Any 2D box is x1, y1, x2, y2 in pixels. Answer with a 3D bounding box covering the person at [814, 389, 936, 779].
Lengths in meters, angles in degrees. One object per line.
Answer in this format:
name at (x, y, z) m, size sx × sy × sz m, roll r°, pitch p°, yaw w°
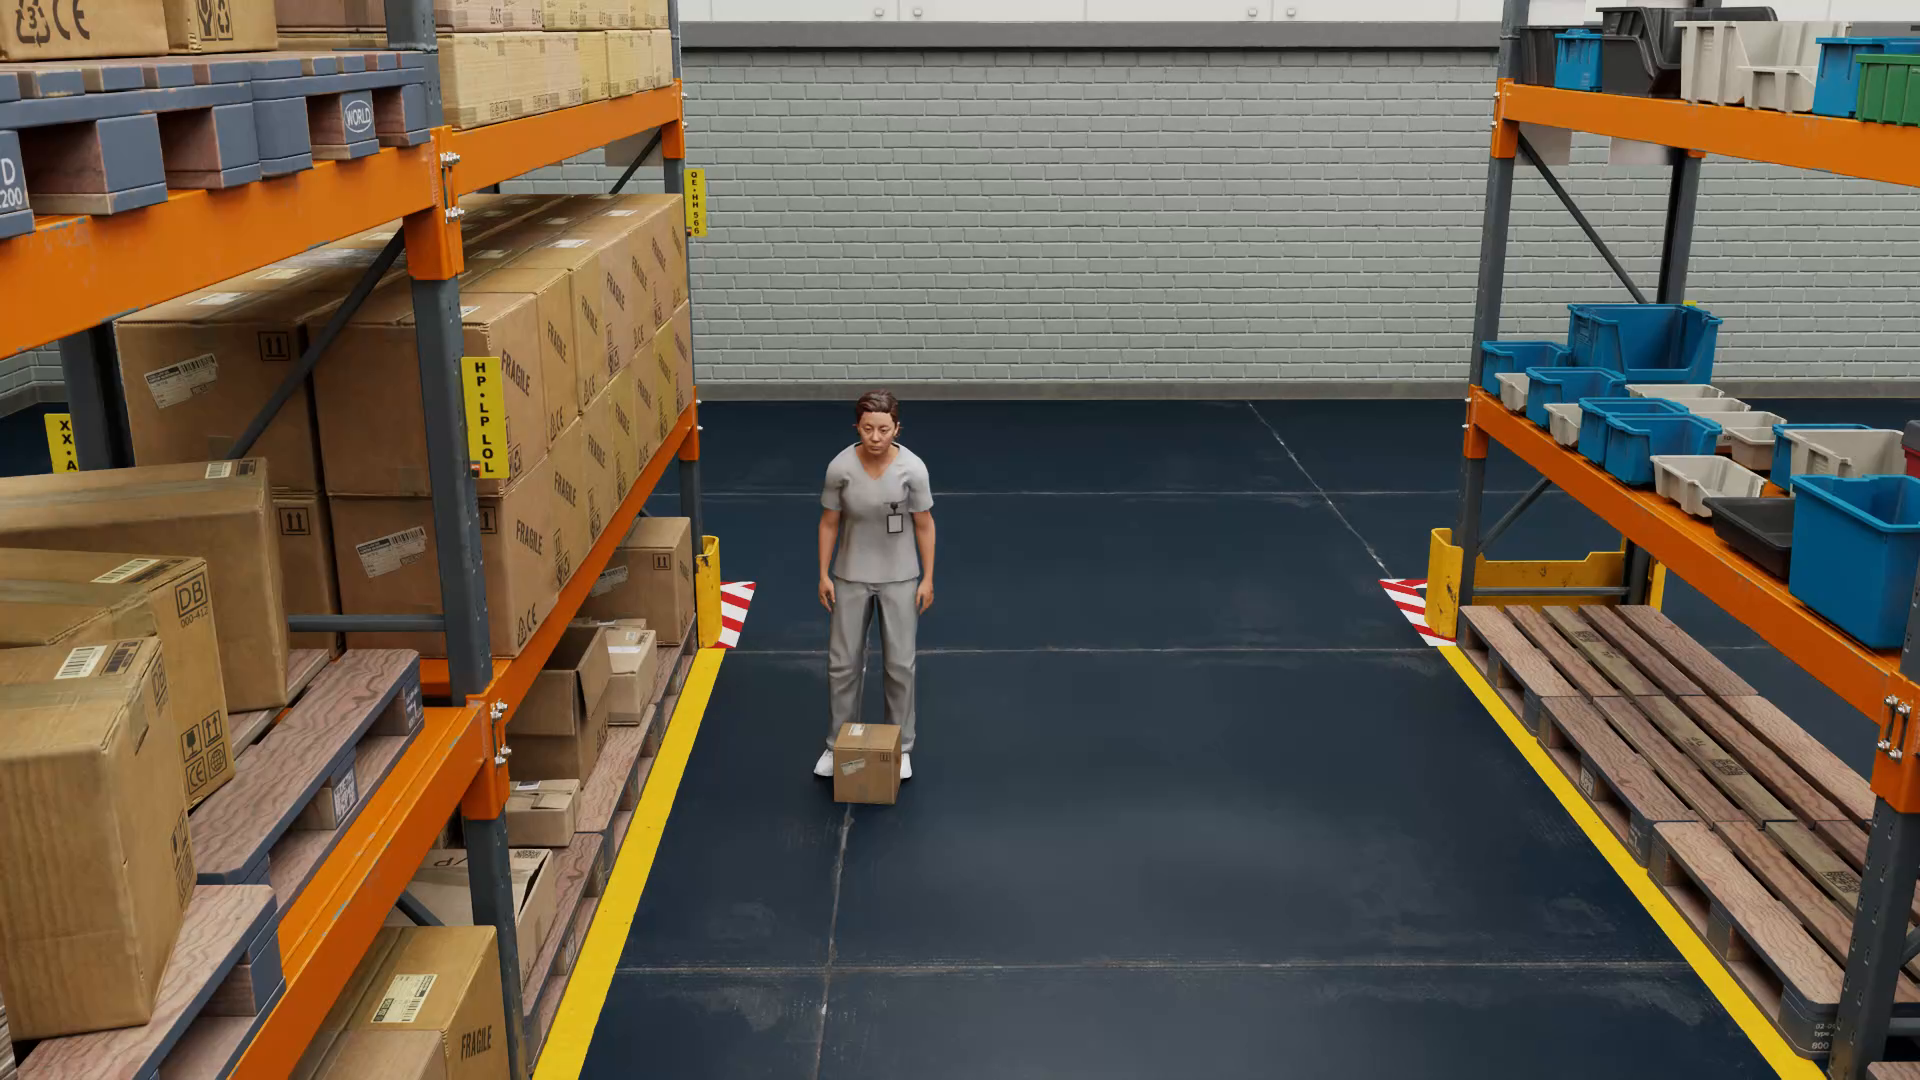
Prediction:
person at (-0.360, 0.292, 7.002) m, size 0.514 × 1.437 × 0.364 m, roll 1°, pitch 17°, yaw 3°
